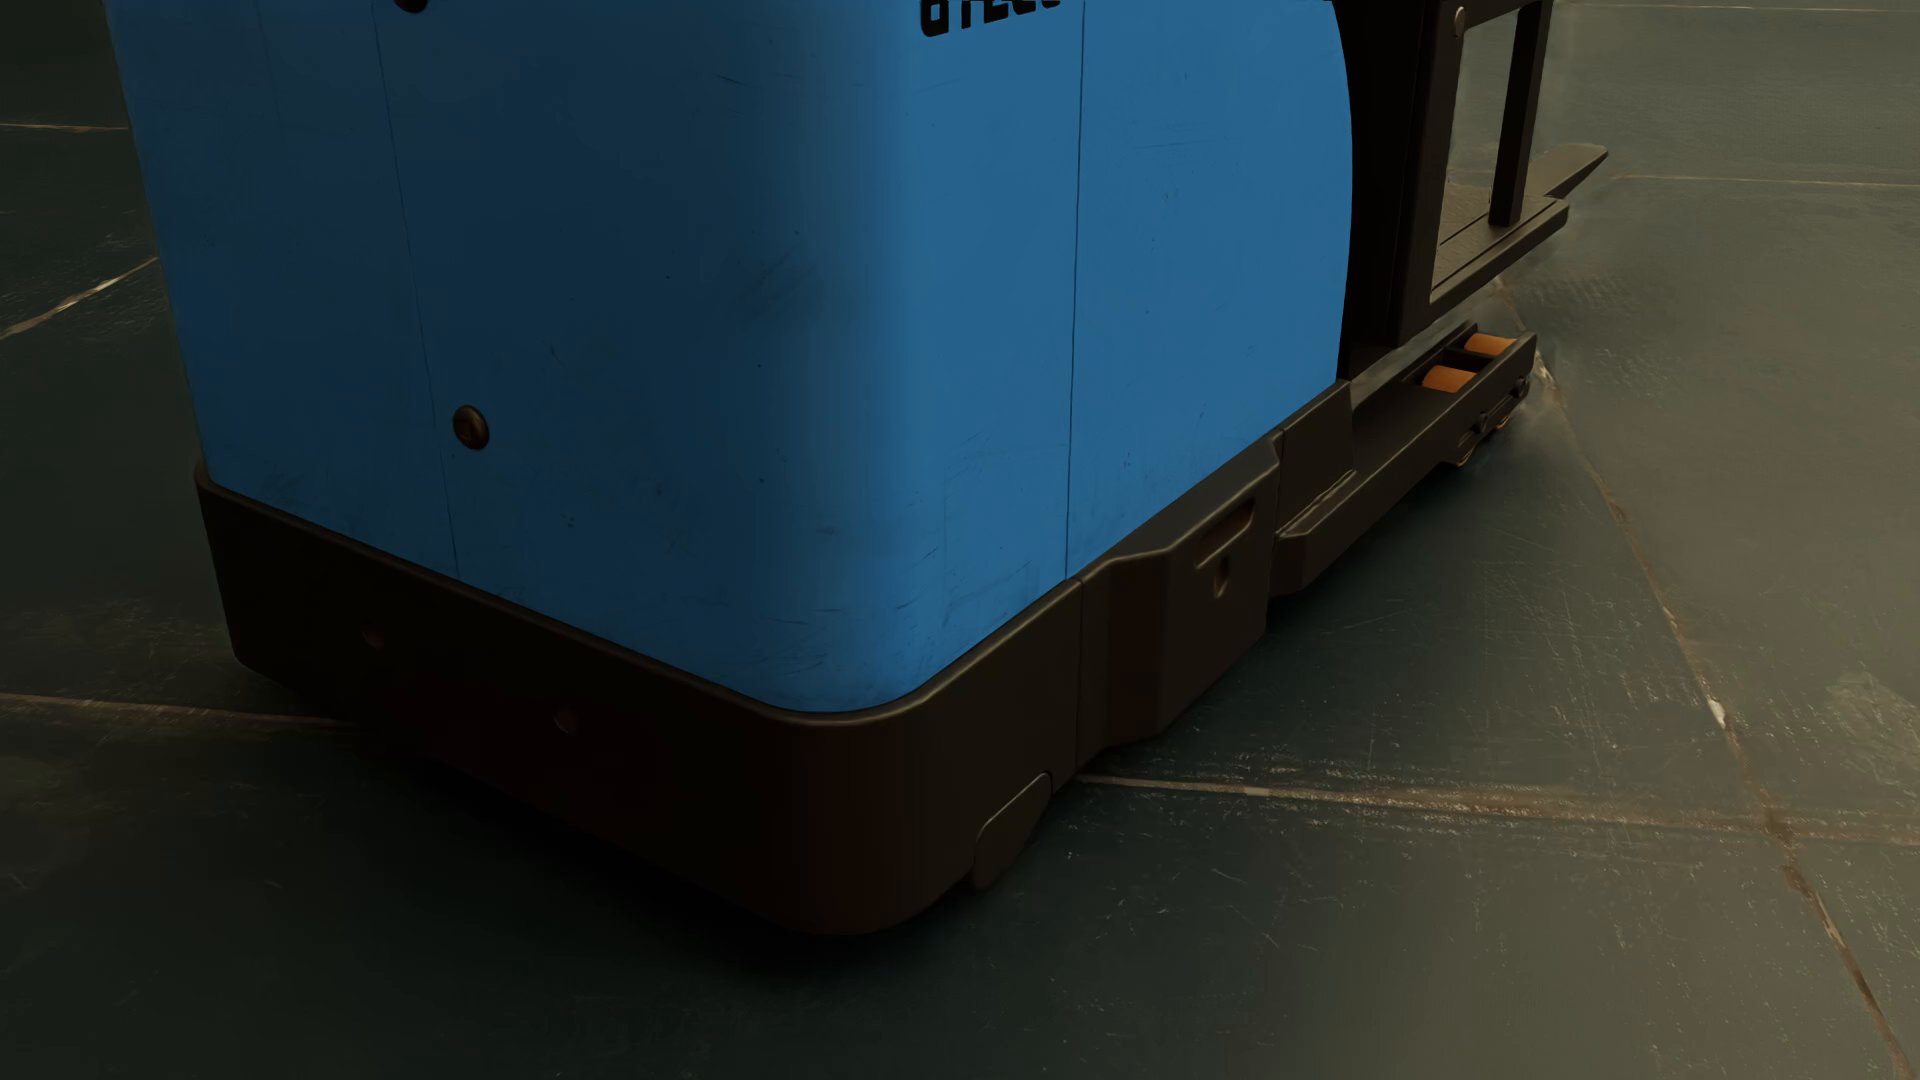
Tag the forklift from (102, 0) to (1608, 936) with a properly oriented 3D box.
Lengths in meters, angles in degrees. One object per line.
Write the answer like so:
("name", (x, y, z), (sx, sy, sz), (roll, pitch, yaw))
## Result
("forklift", (0.340, -1.540, 2.303), (1.130, 2.935, 3.031), (17, 31, 31))
